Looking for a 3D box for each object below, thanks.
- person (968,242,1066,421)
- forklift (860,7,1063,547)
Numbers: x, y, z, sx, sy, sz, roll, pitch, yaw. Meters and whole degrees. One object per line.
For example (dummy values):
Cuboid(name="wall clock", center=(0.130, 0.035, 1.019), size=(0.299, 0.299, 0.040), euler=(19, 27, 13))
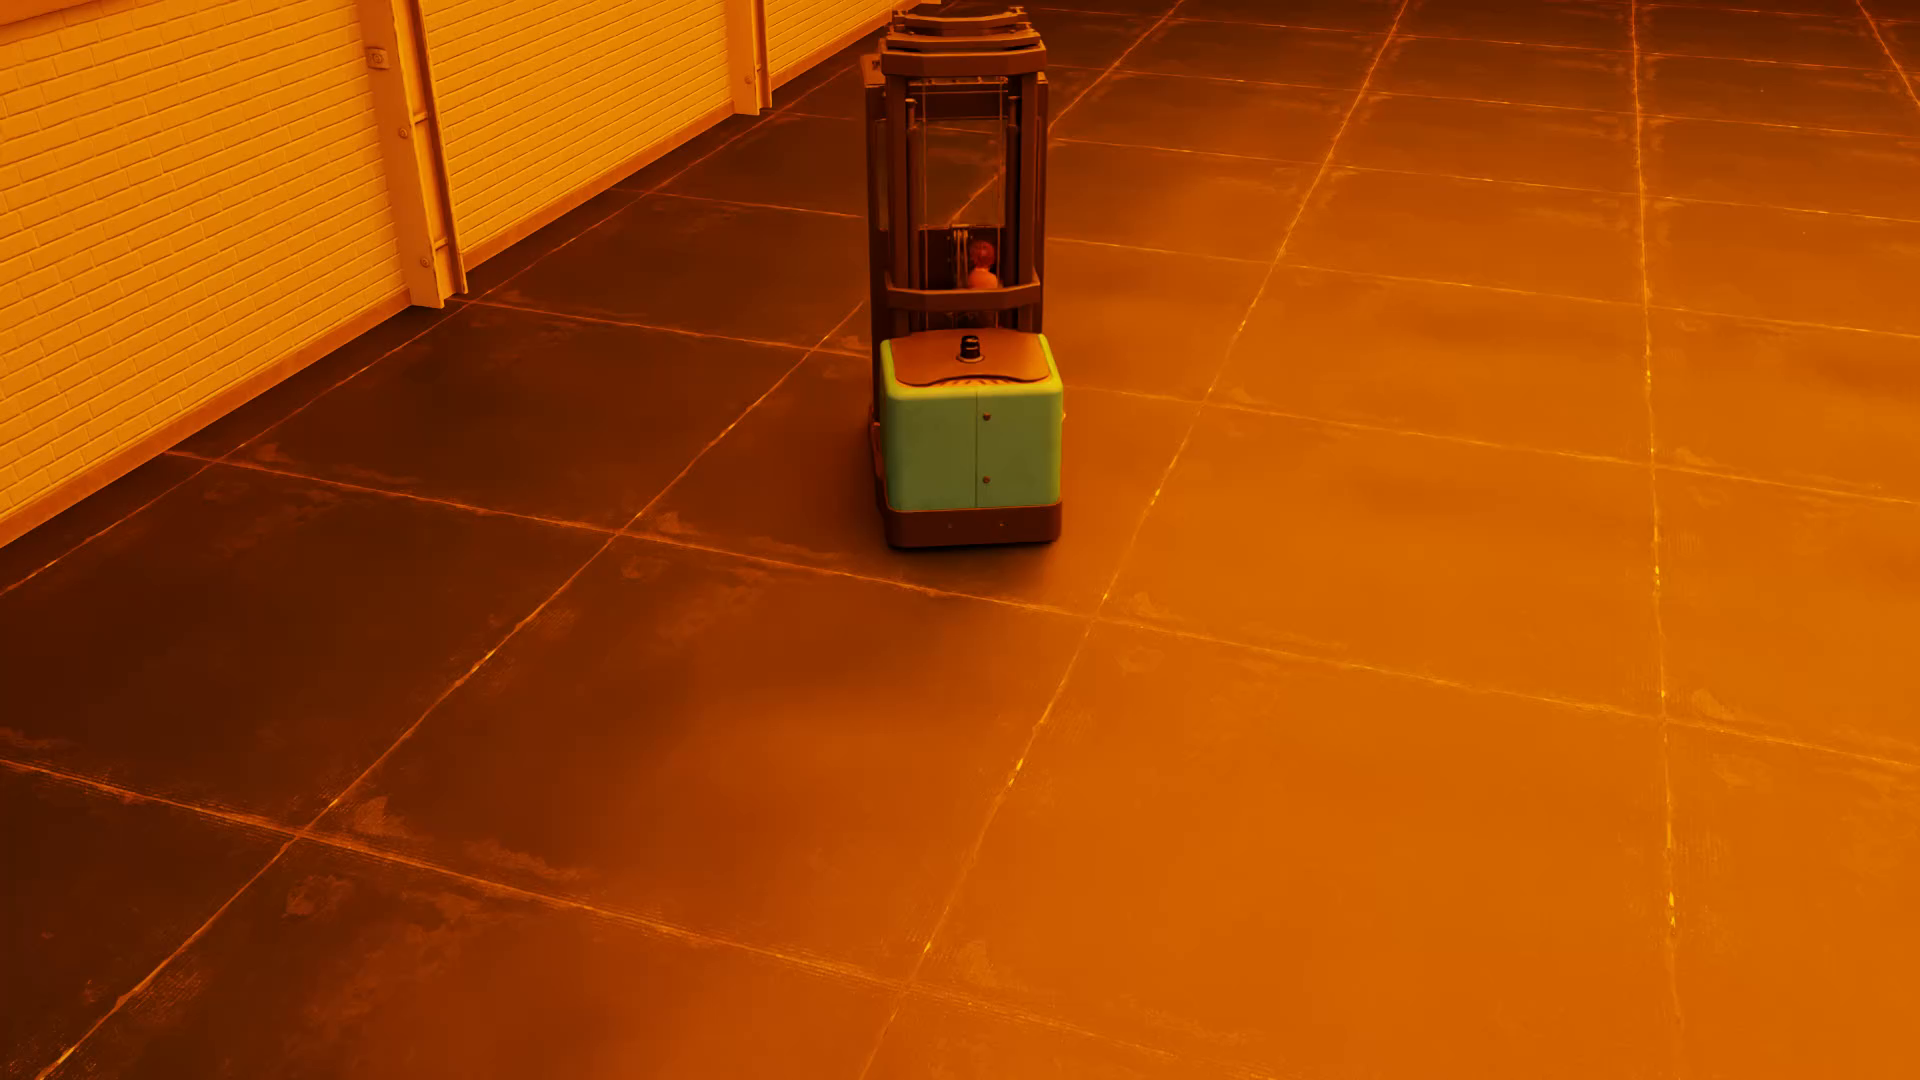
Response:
Cuboid(name="person", center=(0.252, -1.261, 10.685), size=(0.760, 1.483, 0.980), euler=(24, 37, 35))
Cuboid(name="forklift", center=(-0.044, -1.932, 10.525), size=(1.130, 2.935, 3.031), euler=(-3, 30, -5))
